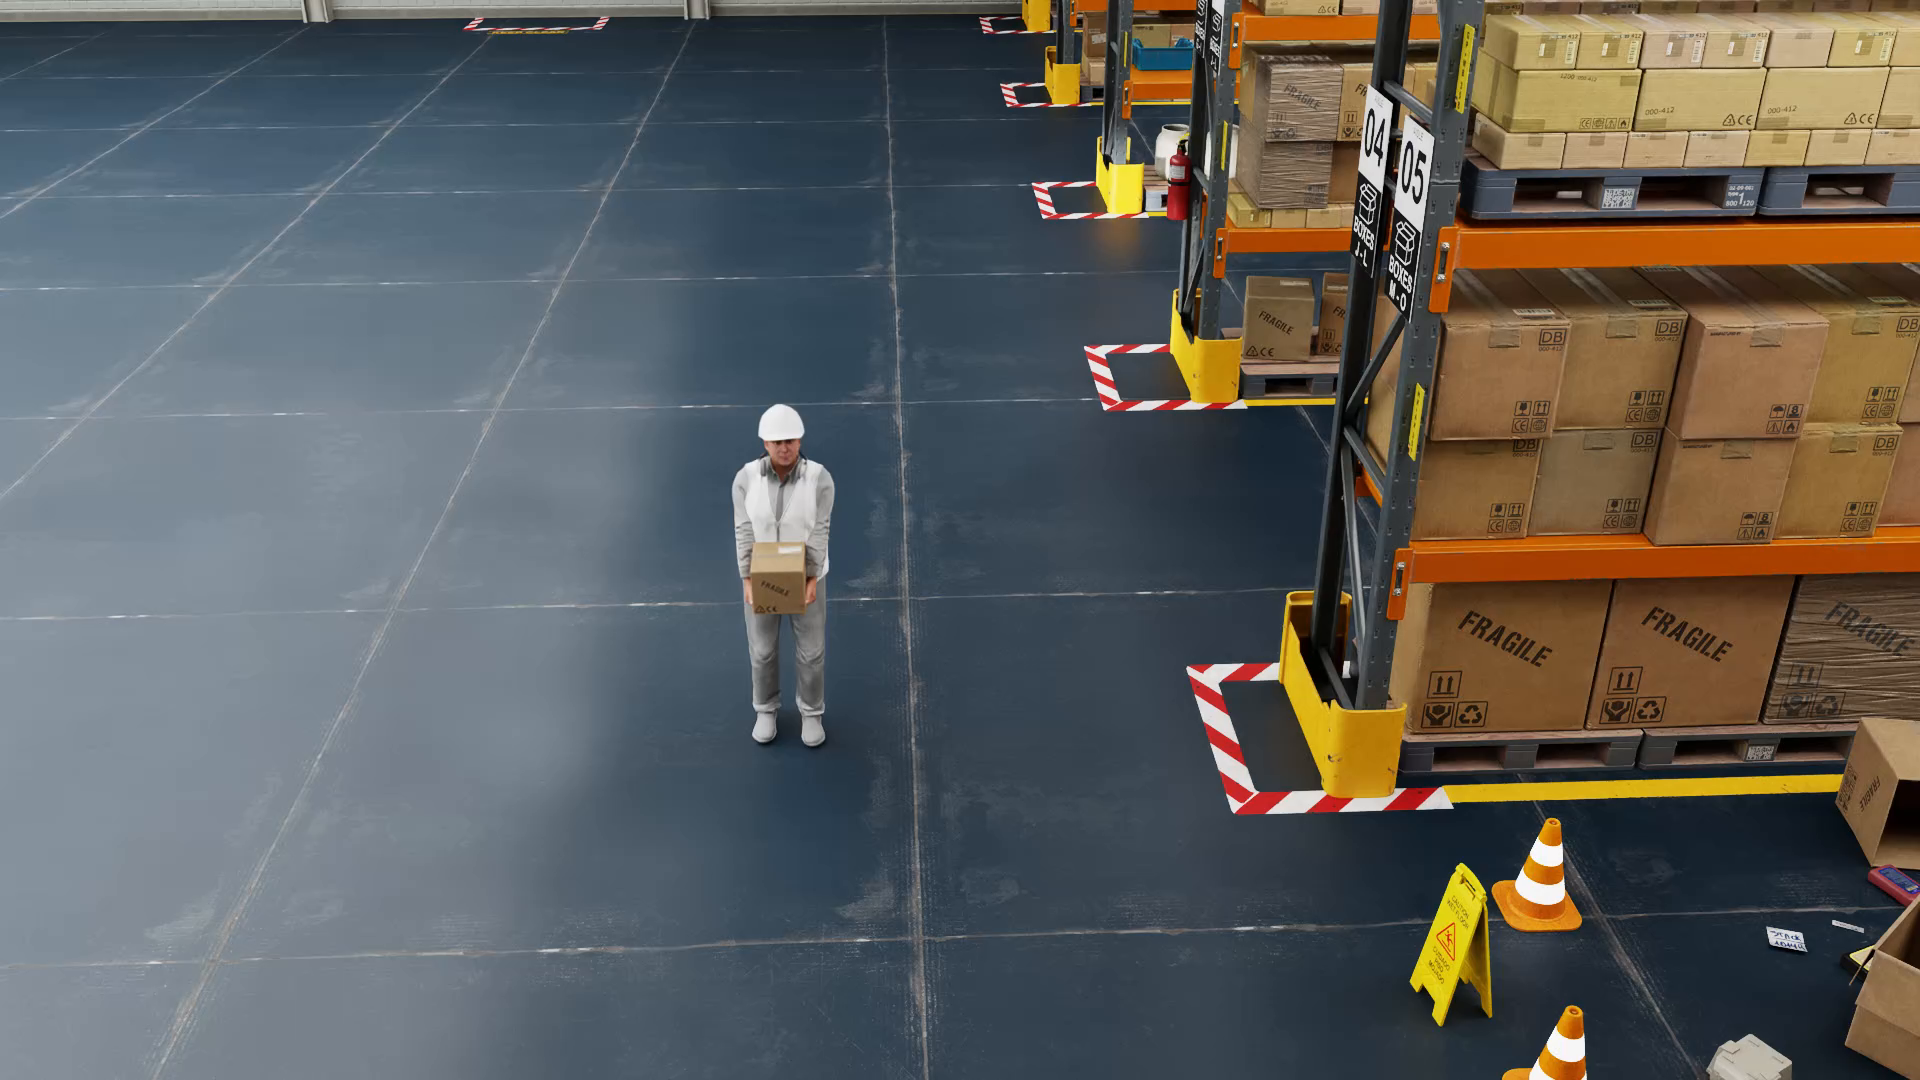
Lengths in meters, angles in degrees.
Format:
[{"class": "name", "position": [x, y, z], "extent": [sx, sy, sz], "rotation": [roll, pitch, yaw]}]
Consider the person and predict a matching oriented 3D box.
[{"class": "person", "position": [-0.852, 0.217, 8.180], "extent": [0.494, 1.767, 0.553], "rotation": [-1, 27, -2]}]
